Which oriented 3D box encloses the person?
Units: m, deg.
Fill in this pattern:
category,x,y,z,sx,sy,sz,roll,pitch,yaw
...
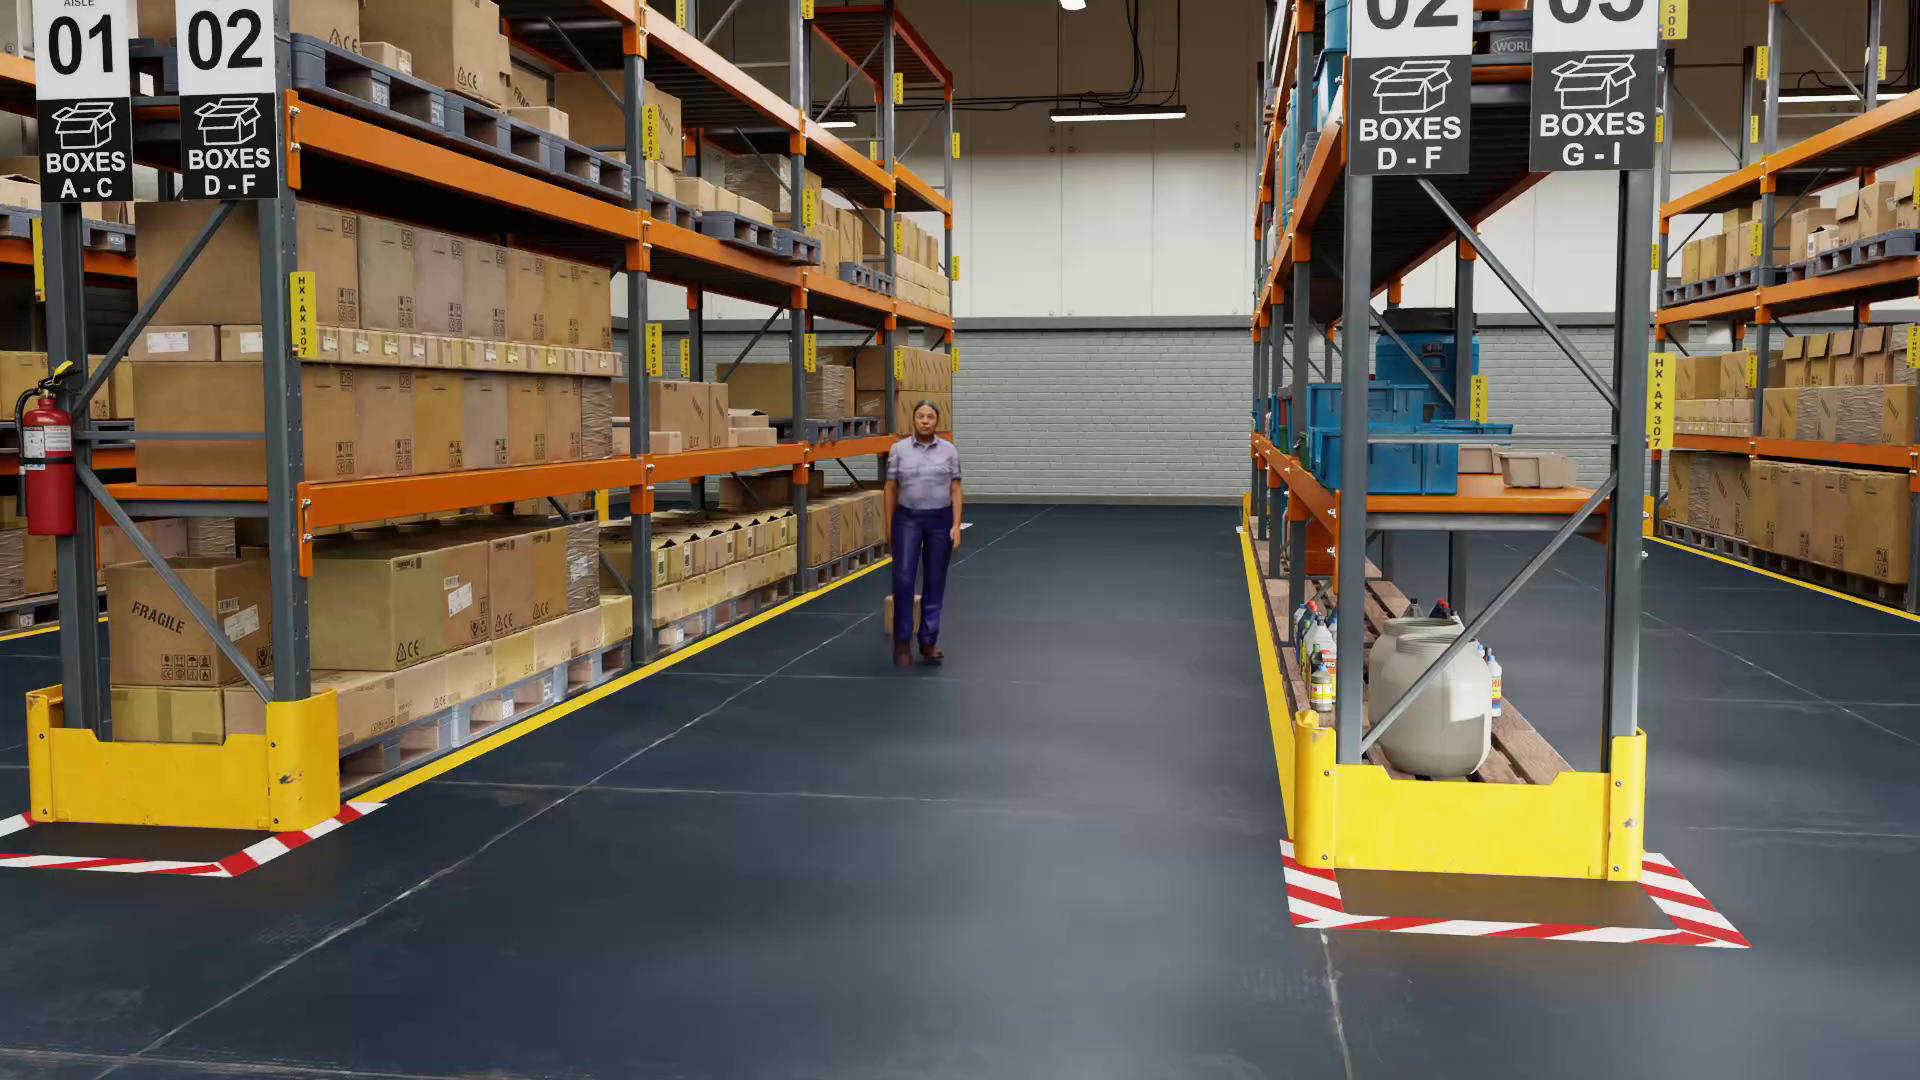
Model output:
category,x,y,z,sx,sy,sz,roll,pitch,yaw
person,-0.222,-0.032,10.438,0.487,1.696,0.478,-1,5,-11
